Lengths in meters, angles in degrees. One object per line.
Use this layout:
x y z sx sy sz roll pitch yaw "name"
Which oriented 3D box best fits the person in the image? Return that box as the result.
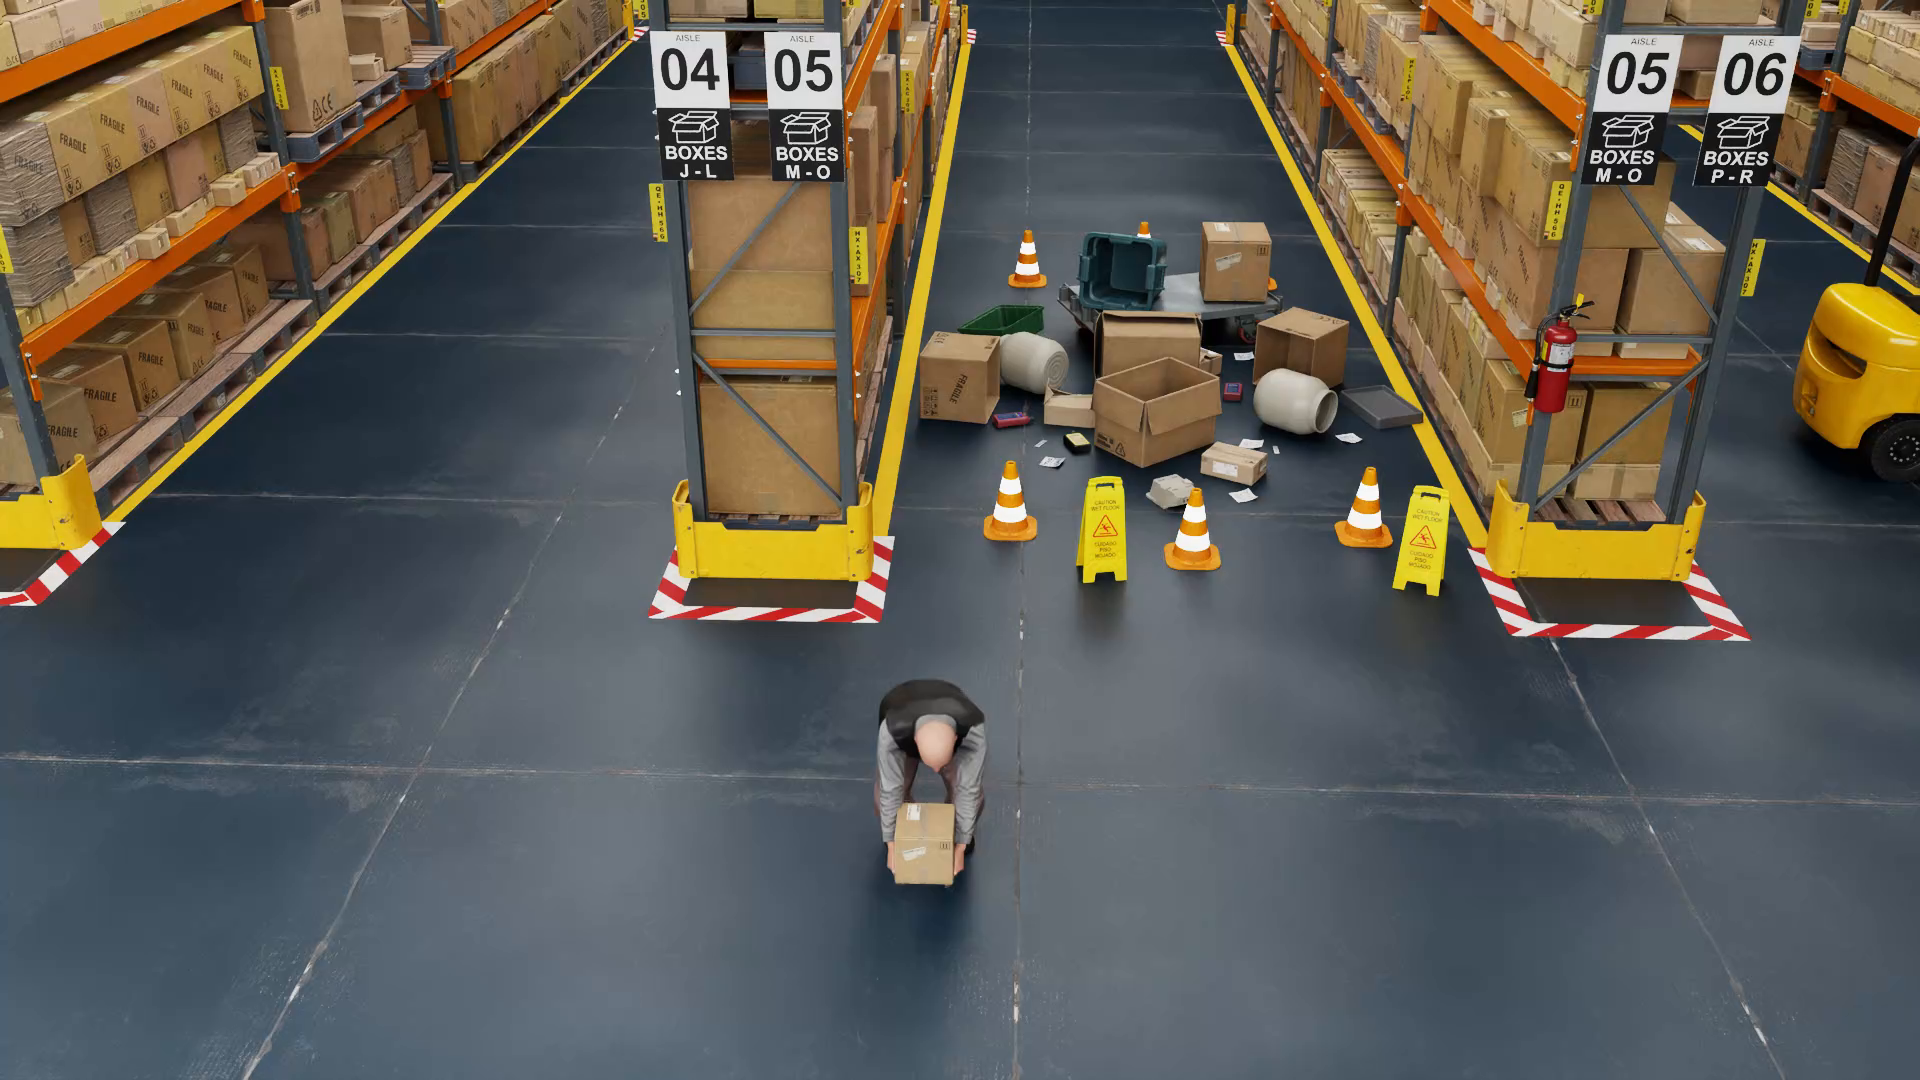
-0.138 1.039 7.506 0.511 0.956 0.884 0 28 1 "person"
